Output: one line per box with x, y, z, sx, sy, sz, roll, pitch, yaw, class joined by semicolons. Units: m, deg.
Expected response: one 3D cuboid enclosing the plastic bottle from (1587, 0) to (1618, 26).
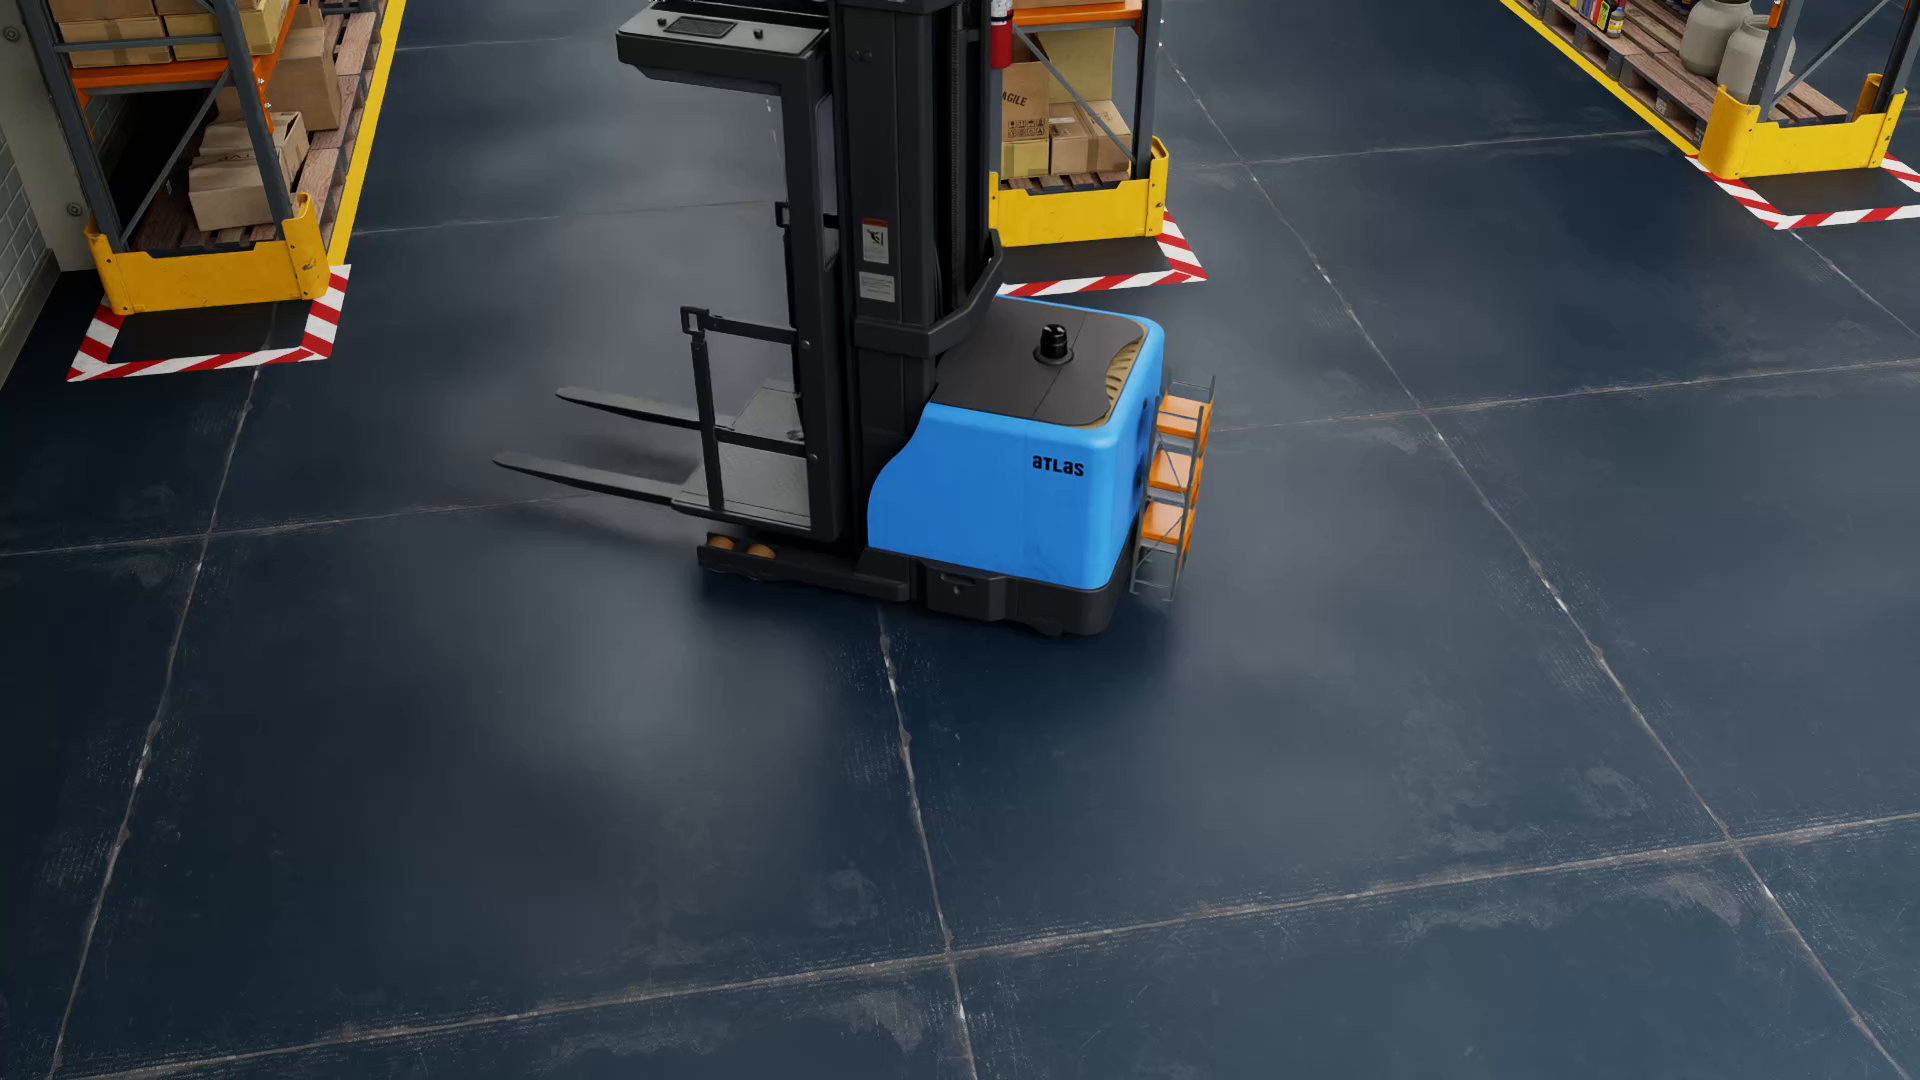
4.748;-3.949;12.249;0.152;0.276;0.135;-6;38;-8;plastic bottle

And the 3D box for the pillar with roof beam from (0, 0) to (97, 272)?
-0.971;-5.729;7.790;9.100;9.000;0.400;-6;38;-8;pillar with roof beam

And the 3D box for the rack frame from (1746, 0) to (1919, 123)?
5.519;-3.633;9.982;1.000;3.000;0.127;-6;38;-8;rack frame

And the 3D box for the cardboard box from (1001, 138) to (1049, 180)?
0.257;-2.475;10.389;0.500;0.250;0.500;-6;38;-8;cardboard box

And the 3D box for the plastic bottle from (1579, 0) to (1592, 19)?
4.724;-4.032;12.357;0.152;0.276;0.135;-7;38;-9;plastic bottle

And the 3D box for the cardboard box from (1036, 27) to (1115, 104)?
0.677;-3.128;10.619;0.500;0.500;0.500;-6;38;-8;cardboard box

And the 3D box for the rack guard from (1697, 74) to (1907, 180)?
5.459;-2.687;10.801;1.175;0.500;0.348;-6;38;-8;rack guard

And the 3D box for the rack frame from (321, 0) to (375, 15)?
-4.936;-4.984;11.720;1.000;3.000;0.127;-6;38;-8;rack frame

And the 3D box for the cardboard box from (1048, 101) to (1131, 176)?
0.766;-2.530;10.461;0.500;0.250;0.500;-6;38;-8;cardboard box

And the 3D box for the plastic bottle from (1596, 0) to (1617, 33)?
4.727;-3.865;12.135;0.061;0.283;0.133;-5;38;-7;plastic bottle

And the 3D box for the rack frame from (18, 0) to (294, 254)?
-4.235;-2.568;8.610;1.000;3.000;0.127;-6;38;-8;rack frame

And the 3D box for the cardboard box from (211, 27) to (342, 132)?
-4.447;-2.975;10.813;0.700;0.500;0.500;-9;39;-11;cardboard box

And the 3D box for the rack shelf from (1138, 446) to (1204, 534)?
0.912;-0.218;7.185;0.215;0.259;0.240;14;40;13;rack shelf

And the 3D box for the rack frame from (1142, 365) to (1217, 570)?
0.951;-0.297;7.269;0.200;1.050;0.008;14;40;13;rack frame

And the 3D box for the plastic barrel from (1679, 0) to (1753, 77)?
5.240;-3.509;11.507;0.421;0.512;0.421;0;38;0;plastic barrel

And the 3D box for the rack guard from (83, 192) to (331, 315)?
-4.248;-1.626;9.436;1.175;0.500;0.348;-6;38;-8;rack guard

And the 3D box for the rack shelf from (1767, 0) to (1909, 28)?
5.168;-4.557;11.757;1.077;0.370;4.000;-6;38;-8;rack shelf

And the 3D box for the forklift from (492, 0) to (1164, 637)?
-0.673;-1.267;6.992;3.031;2.935;1.130;11;39;14;forklift

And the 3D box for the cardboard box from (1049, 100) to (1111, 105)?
0.675;-2.832;10.849;0.500;0.250;0.500;-6;38;-8;cardboard box

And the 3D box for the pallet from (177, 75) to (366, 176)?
-4.566;-2.742;11.108;1.003;0.211;1.213;-6;38;-8;pallet

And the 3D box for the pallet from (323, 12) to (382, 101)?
-4.784;-3.481;12.058;1.003;0.211;1.213;-6;38;-8;pallet

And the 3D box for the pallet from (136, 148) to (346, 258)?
-4.356;-2.007;10.161;1.003;0.211;1.213;-6;38;-8;pallet

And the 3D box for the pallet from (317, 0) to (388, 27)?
-5.074;-4.352;13.180;1.003;0.211;1.213;-6;38;-8;pallet

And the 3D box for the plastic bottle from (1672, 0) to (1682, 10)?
5.430;-4.125;12.481;0.097;0.271;0.097;0;38;0;plastic bottle

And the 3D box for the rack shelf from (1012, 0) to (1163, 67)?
0.291;-4.027;11.074;1.077;0.370;4.000;-6;38;-8;rack shelf

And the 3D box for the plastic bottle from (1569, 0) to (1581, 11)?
4.691;-4.161;12.462;0.144;0.351;0.185;-5;38;-6;plastic bottle

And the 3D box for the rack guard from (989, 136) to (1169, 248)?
0.646;-2.101;10.047;1.175;0.500;0.348;-6;38;-8;rack guard

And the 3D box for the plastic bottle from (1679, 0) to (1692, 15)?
5.448;-4.065;12.403;0.097;0.271;0.097;0;38;0;plastic bottle

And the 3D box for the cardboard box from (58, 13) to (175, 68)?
-4.508;-2.778;8.986;0.500;0.250;0.500;-6;38;-7;cardboard box

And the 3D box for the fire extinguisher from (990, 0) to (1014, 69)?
0.205;-2.951;9.166;0.296;0.674;0.183;-6;38;-8;fire extinguisher

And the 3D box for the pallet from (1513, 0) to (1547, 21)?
4.894;-4.538;13.419;1.003;0.211;1.213;-6;38;-8;pallet

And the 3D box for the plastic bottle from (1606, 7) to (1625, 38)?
4.765;-3.764;12.072;0.097;0.201;0.097;0;38;0;plastic bottle

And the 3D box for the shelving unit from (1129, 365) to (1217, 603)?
0.912;-0.226;7.178;0.215;1.050;0.252;14;40;13;shelving unit

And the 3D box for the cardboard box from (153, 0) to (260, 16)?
-4.023;-3.133;8.833;0.500;0.500;0.500;-6;38;-8;cardboard box

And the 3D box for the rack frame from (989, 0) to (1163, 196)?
0.641;-3.103;9.299;1.000;3.000;0.127;-6;38;-8;rack frame

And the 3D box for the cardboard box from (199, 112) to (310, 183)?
-4.367;-2.451;10.293;0.500;0.311;0.500;-3;38;-4;cardboard box

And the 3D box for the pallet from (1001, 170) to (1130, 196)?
0.466;-2.459;10.743;1.003;0.211;1.213;-6;38;-8;pallet

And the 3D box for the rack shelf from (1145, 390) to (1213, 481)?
0.923;-0.440;7.008;0.215;0.259;0.240;14;40;13;rack shelf

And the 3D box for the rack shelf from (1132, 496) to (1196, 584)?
0.901;-0.001;7.358;0.215;0.259;0.240;14;40;13;rack shelf

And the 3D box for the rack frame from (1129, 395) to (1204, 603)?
0.873;-0.155;7.087;0.200;1.050;0.008;14;40;13;rack frame

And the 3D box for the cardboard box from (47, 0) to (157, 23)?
-4.527;-3.074;8.757;0.500;0.500;0.500;-7;38;-8;cardboard box

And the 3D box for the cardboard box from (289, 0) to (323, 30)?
-4.715;-3.548;11.550;0.500;0.500;0.500;-9;39;-11;cardboard box

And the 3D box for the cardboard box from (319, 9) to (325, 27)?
-4.813;-3.718;12.042;0.380;0.166;0.250;-11;39;-14;cardboard box

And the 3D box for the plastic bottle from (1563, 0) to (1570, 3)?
4.658;-4.274;12.607;0.144;0.351;0.185;-7;38;-8;plastic bottle

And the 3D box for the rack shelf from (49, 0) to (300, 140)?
-4.585;-3.491;10.386;1.077;0.370;4.000;-6;38;-8;rack shelf

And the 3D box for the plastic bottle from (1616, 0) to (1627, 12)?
4.853;-3.963;12.262;0.061;0.283;0.133;-6;38;-8;plastic bottle

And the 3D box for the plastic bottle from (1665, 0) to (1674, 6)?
5.413;-4.158;12.579;0.097;0.201;0.097;0;38;0;plastic bottle

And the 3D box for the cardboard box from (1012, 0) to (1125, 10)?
0.572;-3.425;9.633;0.700;0.500;0.500;-6;38;-8;cardboard box

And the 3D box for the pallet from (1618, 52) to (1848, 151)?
5.322;-3.064;11.522;1.003;0.211;1.213;-6;38;-8;pallet

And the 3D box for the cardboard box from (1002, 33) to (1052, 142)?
0.254;-2.771;10.159;0.500;0.500;0.500;-6;38;-8;cardboard box

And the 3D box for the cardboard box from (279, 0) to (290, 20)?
-4.113;-3.157;9.475;0.500;0.250;0.500;-7;38;-9;cardboard box

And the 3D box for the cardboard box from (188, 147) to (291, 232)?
-4.268;-2.107;9.850;0.500;0.311;0.500;-10;39;-13;cardboard box

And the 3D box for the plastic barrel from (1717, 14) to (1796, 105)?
5.328;-3.206;11.117;0.421;0.512;0.421;0;38;0;plastic barrel

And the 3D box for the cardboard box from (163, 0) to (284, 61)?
-4.008;-2.845;9.073;0.500;0.250;0.500;-7;38;-9;cardboard box

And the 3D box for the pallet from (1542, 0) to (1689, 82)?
5.111;-3.799;12.468;1.003;0.211;1.213;-6;38;-8;pallet

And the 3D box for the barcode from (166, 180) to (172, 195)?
-4.665;-2.079;9.806;0.001;0.075;0.075;-6;38;-8;barcode

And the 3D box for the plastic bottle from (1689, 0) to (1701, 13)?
5.486;-4.001;12.311;0.061;0.283;0.133;-6;38;-7;plastic bottle
